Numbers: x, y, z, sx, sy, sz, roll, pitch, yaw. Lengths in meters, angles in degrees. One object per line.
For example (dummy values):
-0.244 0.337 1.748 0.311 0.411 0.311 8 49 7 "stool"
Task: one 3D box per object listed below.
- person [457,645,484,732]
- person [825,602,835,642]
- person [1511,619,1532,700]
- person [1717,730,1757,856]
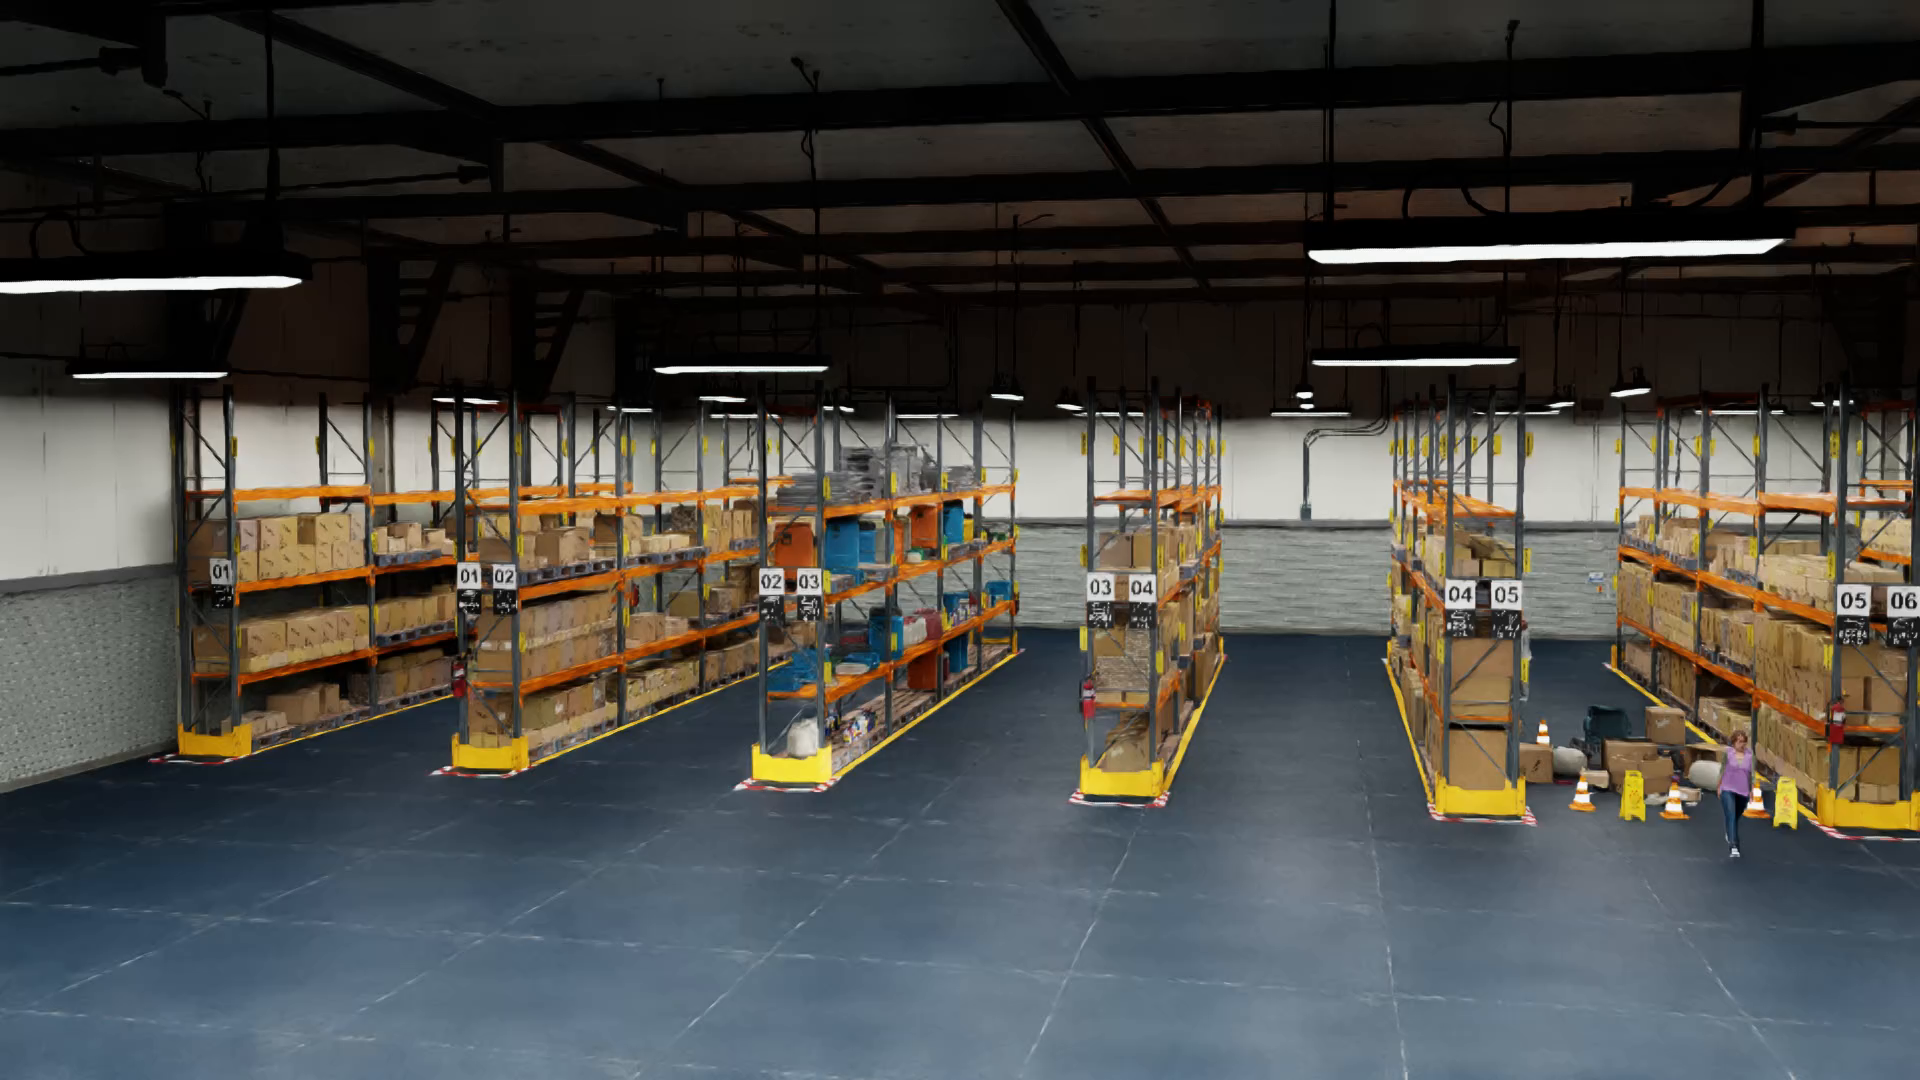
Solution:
-8.466 2.594 28.535 0.448 1.588 1.099 1 3 14 "person"
-3.329 1.731 42.646 0.649 1.779 0.550 -2 4 -33 "person"
11.085 2.354 32.861 0.450 1.599 0.467 3 4 43 "person"
9.592 3.080 20.512 0.415 1.517 1.041 1 3 9 "person"
